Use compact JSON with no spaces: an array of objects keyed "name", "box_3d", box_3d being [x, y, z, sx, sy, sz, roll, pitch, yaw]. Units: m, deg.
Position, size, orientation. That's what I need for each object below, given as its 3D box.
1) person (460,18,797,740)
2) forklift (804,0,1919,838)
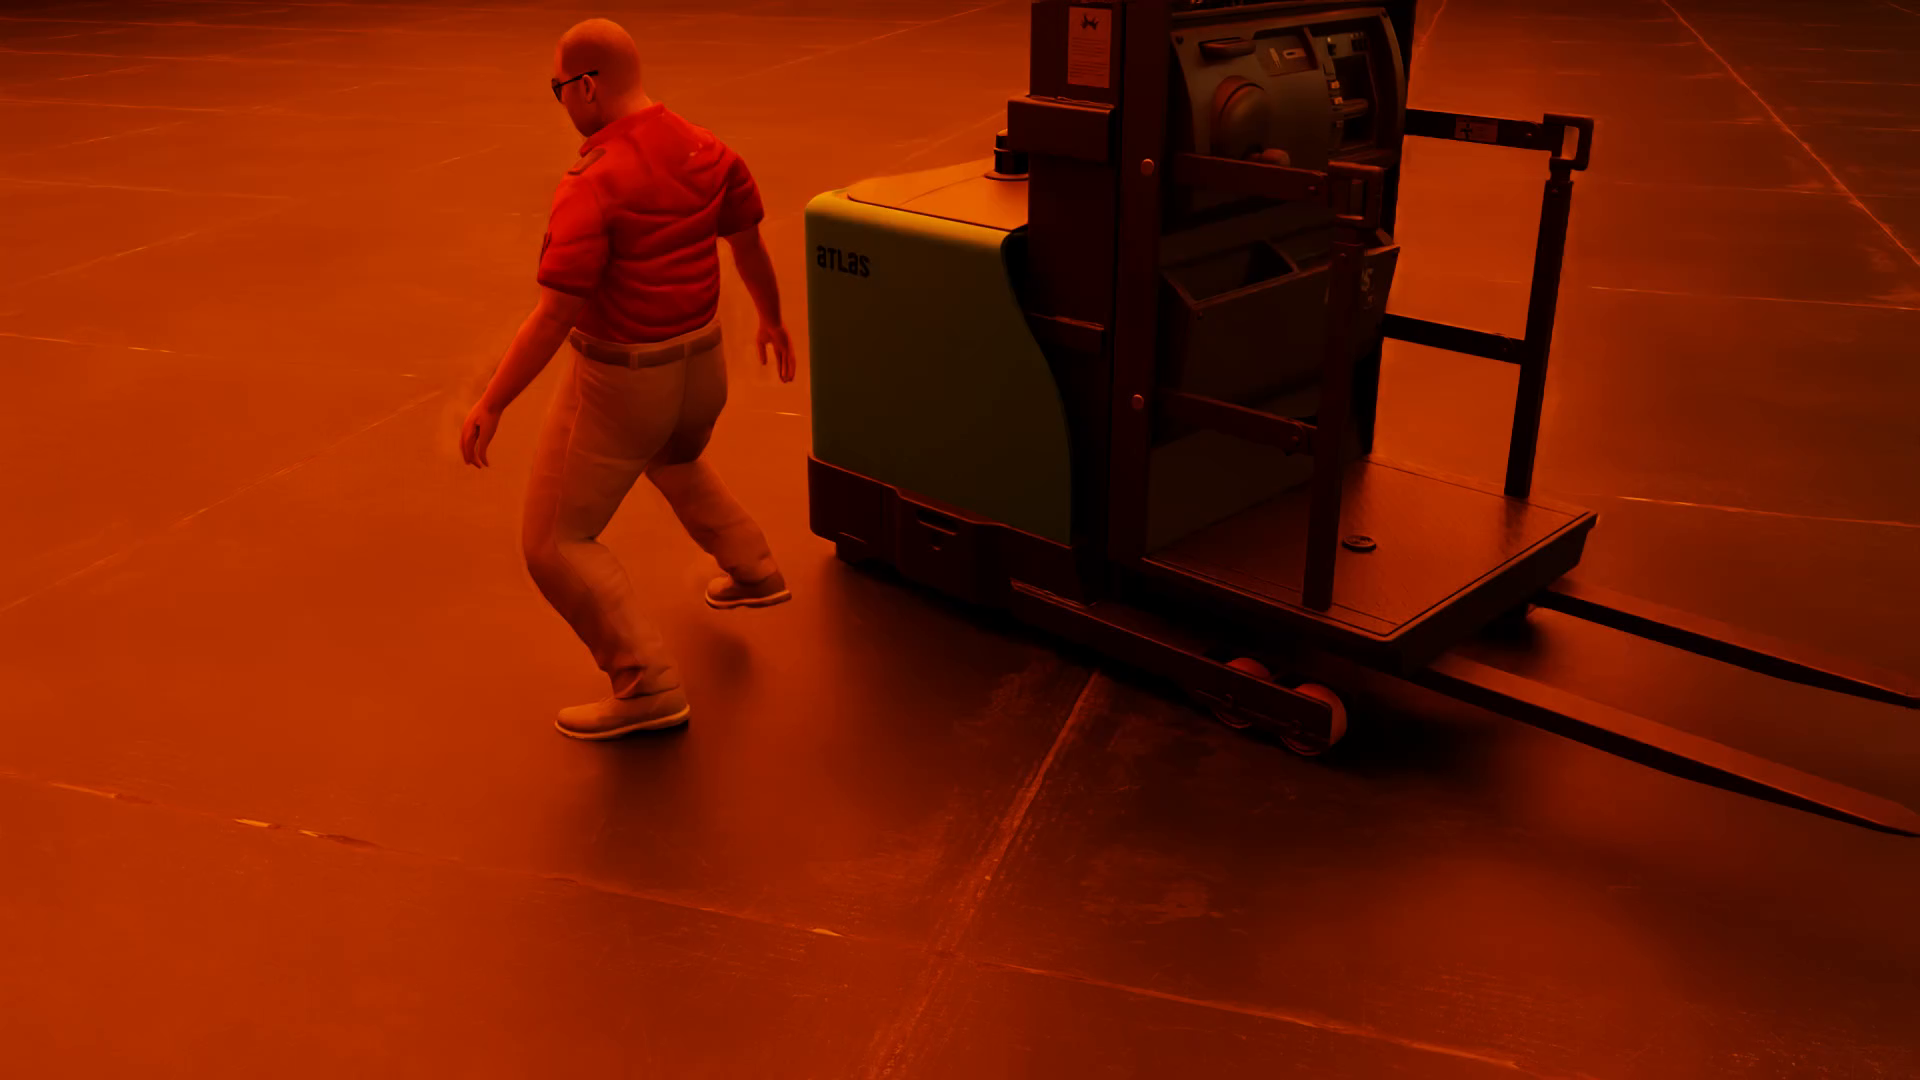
[{"name":"person","box_3d":[-0.765,-0.410,4.014,0.562,1.637,0.934,16,27,34]},{"name":"forklift","box_3d":[0.962,-1.074,3.882,3.031,2.935,1.130,20,30,40]}]
